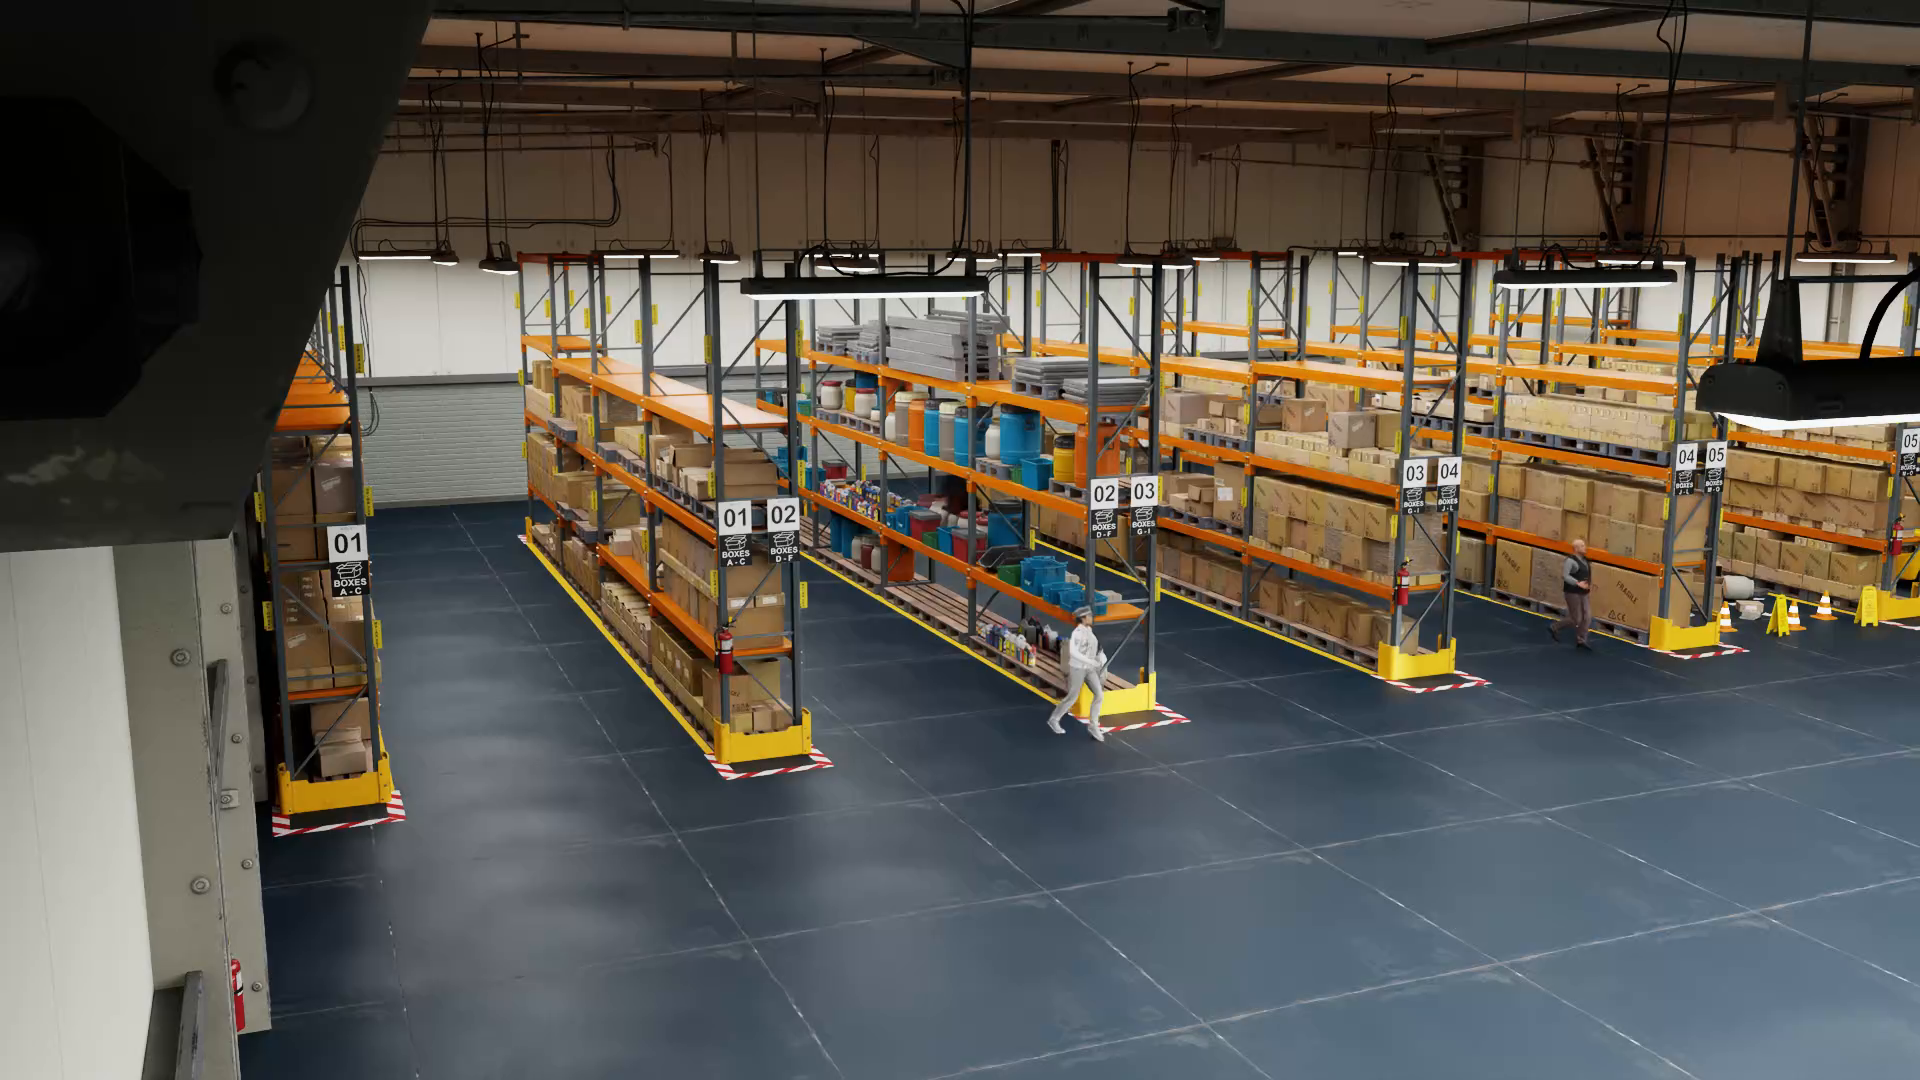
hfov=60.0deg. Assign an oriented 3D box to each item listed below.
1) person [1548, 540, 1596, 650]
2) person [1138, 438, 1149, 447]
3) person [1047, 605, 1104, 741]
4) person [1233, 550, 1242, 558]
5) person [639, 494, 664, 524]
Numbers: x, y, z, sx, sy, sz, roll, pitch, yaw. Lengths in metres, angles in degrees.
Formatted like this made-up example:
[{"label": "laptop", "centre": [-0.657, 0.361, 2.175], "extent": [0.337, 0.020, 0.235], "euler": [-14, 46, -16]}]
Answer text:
[{"label": "person", "centre": [9.537, 0.830, 25.779], "extent": [0.684, 1.702, 0.733], "euler": [-9, 14, -40]}, {"label": "person", "centre": [4.554, -2.027, 41.431], "extent": [0.587, 1.730, 0.766], "euler": [-6, 12, -29]}, {"label": "person", "centre": [1.560, 1.662, 21.257], "extent": [0.735, 1.689, 0.624], "euler": [6, 12, 30]}, {"label": "person", "centre": [5.405, -0.276, 31.681], "extent": [0.697, 1.753, 0.672], "euler": [-5, 12, -26]}, {"label": "person", "centre": [-6.400, -0.731, 34.744], "extent": [0.467, 1.564, 0.572], "euler": [10, 14, 44]}]
